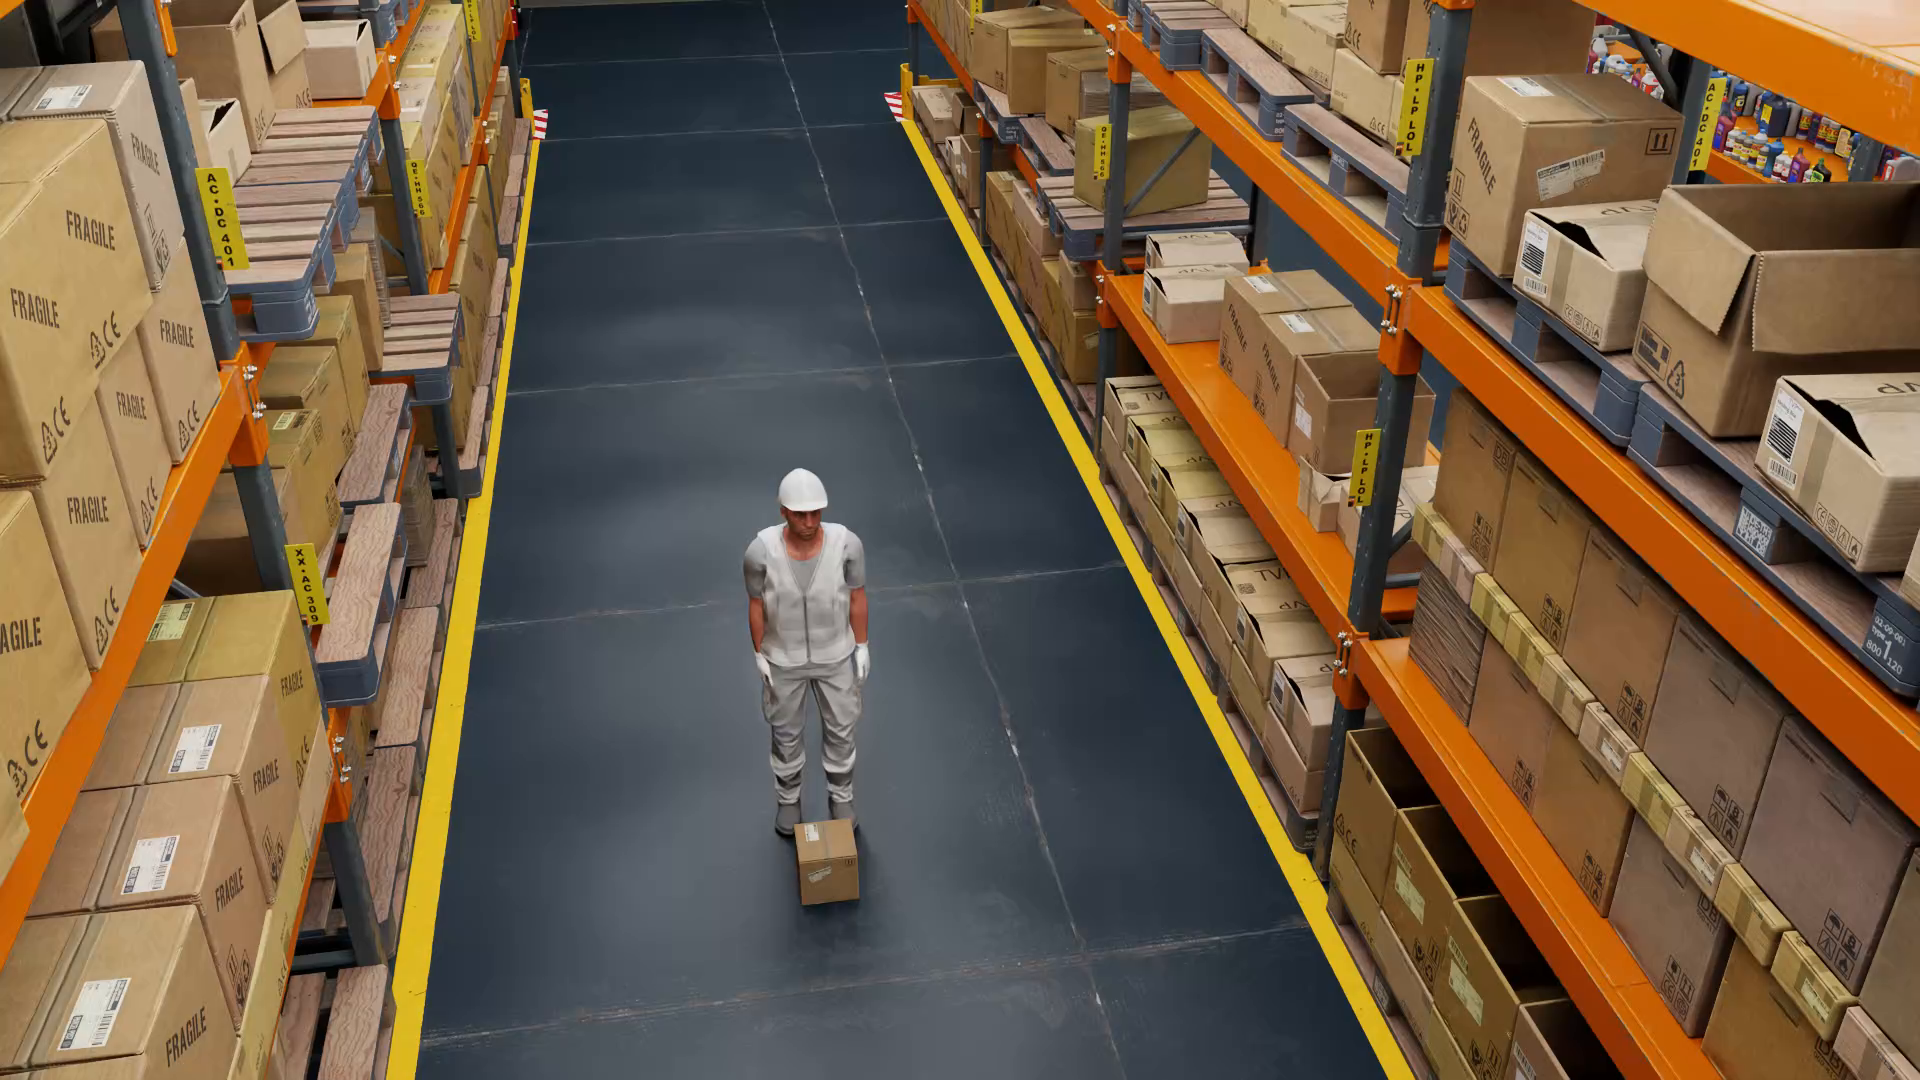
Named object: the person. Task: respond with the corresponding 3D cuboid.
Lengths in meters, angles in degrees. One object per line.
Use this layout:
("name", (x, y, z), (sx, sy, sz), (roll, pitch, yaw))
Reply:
("person", (-0.652, 0.506, 7.256), (0.524, 1.788, 0.358), (-5, 31, -8))
